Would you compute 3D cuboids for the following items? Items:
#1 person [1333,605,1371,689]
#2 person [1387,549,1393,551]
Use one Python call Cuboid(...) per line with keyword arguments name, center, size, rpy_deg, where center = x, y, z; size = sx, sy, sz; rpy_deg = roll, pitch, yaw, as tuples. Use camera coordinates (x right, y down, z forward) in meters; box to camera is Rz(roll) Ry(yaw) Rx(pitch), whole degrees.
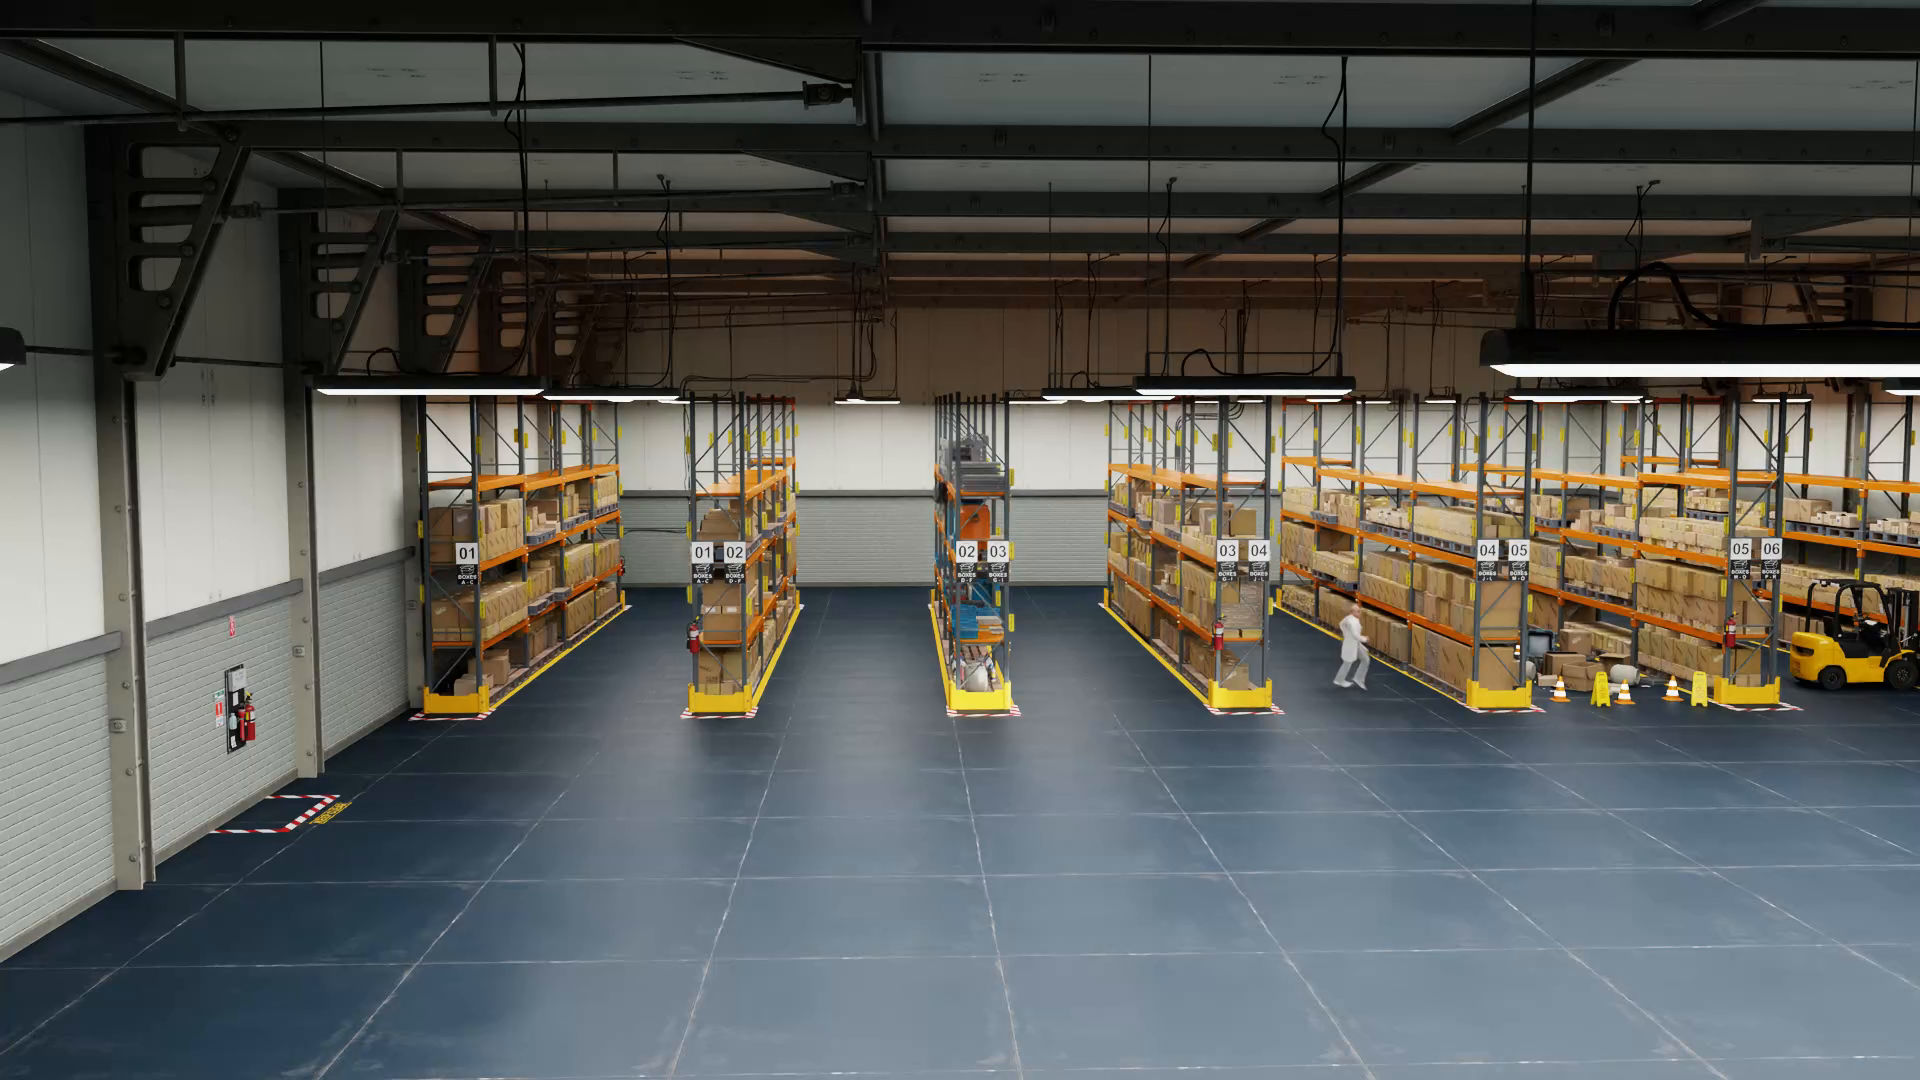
Cuboid(name="person", center=(7.872, 2.184, 33.560), size=(0.802, 1.780, 0.736), rpy_deg=(3, 5, 33))
Cuboid(name="person", center=(12.238, 1.130, 46.650), size=(0.698, 1.726, 0.887), rpy_deg=(-5, 6, -45))
